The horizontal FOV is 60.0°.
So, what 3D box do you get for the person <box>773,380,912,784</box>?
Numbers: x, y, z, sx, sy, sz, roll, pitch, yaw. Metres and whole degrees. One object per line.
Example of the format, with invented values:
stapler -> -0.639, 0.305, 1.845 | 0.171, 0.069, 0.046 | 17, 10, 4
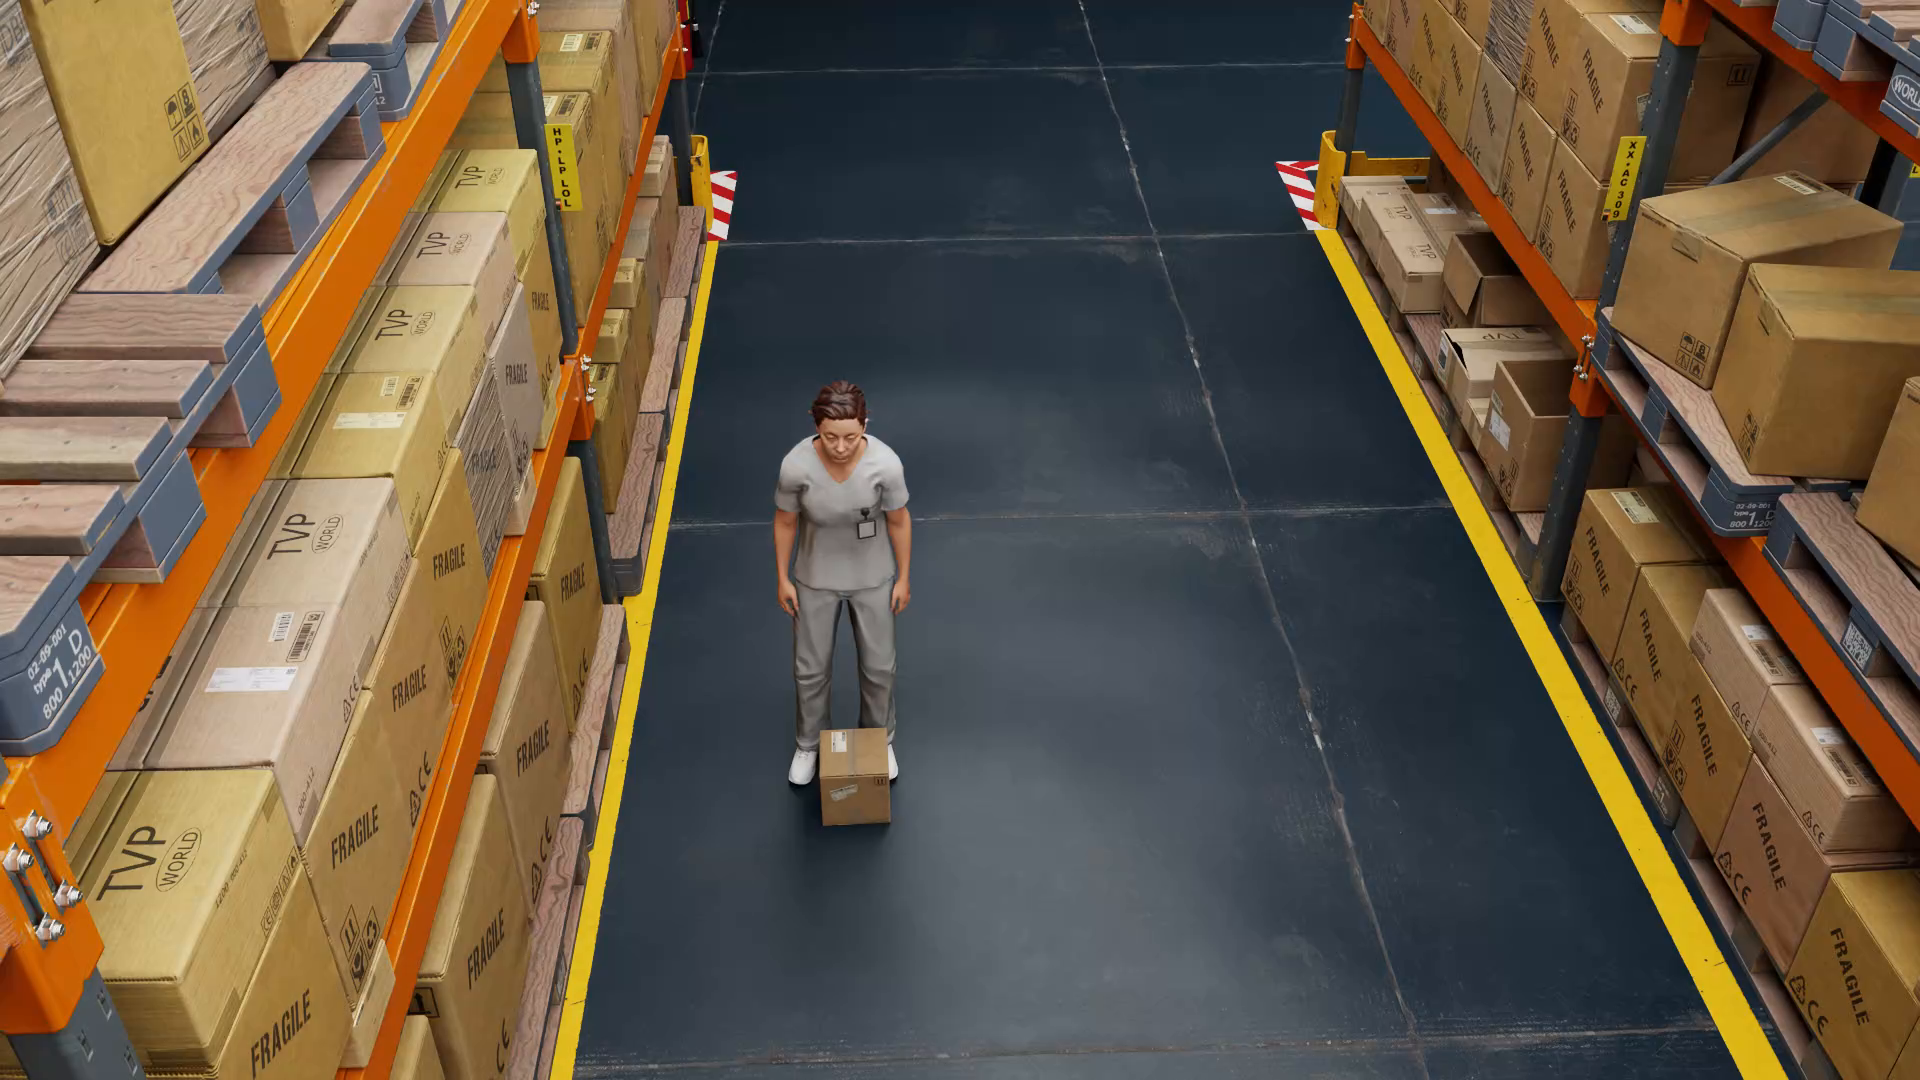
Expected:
person -> -0.412, 0.151, 5.934 | 0.485, 1.673, 0.360 | -1, 35, -2
